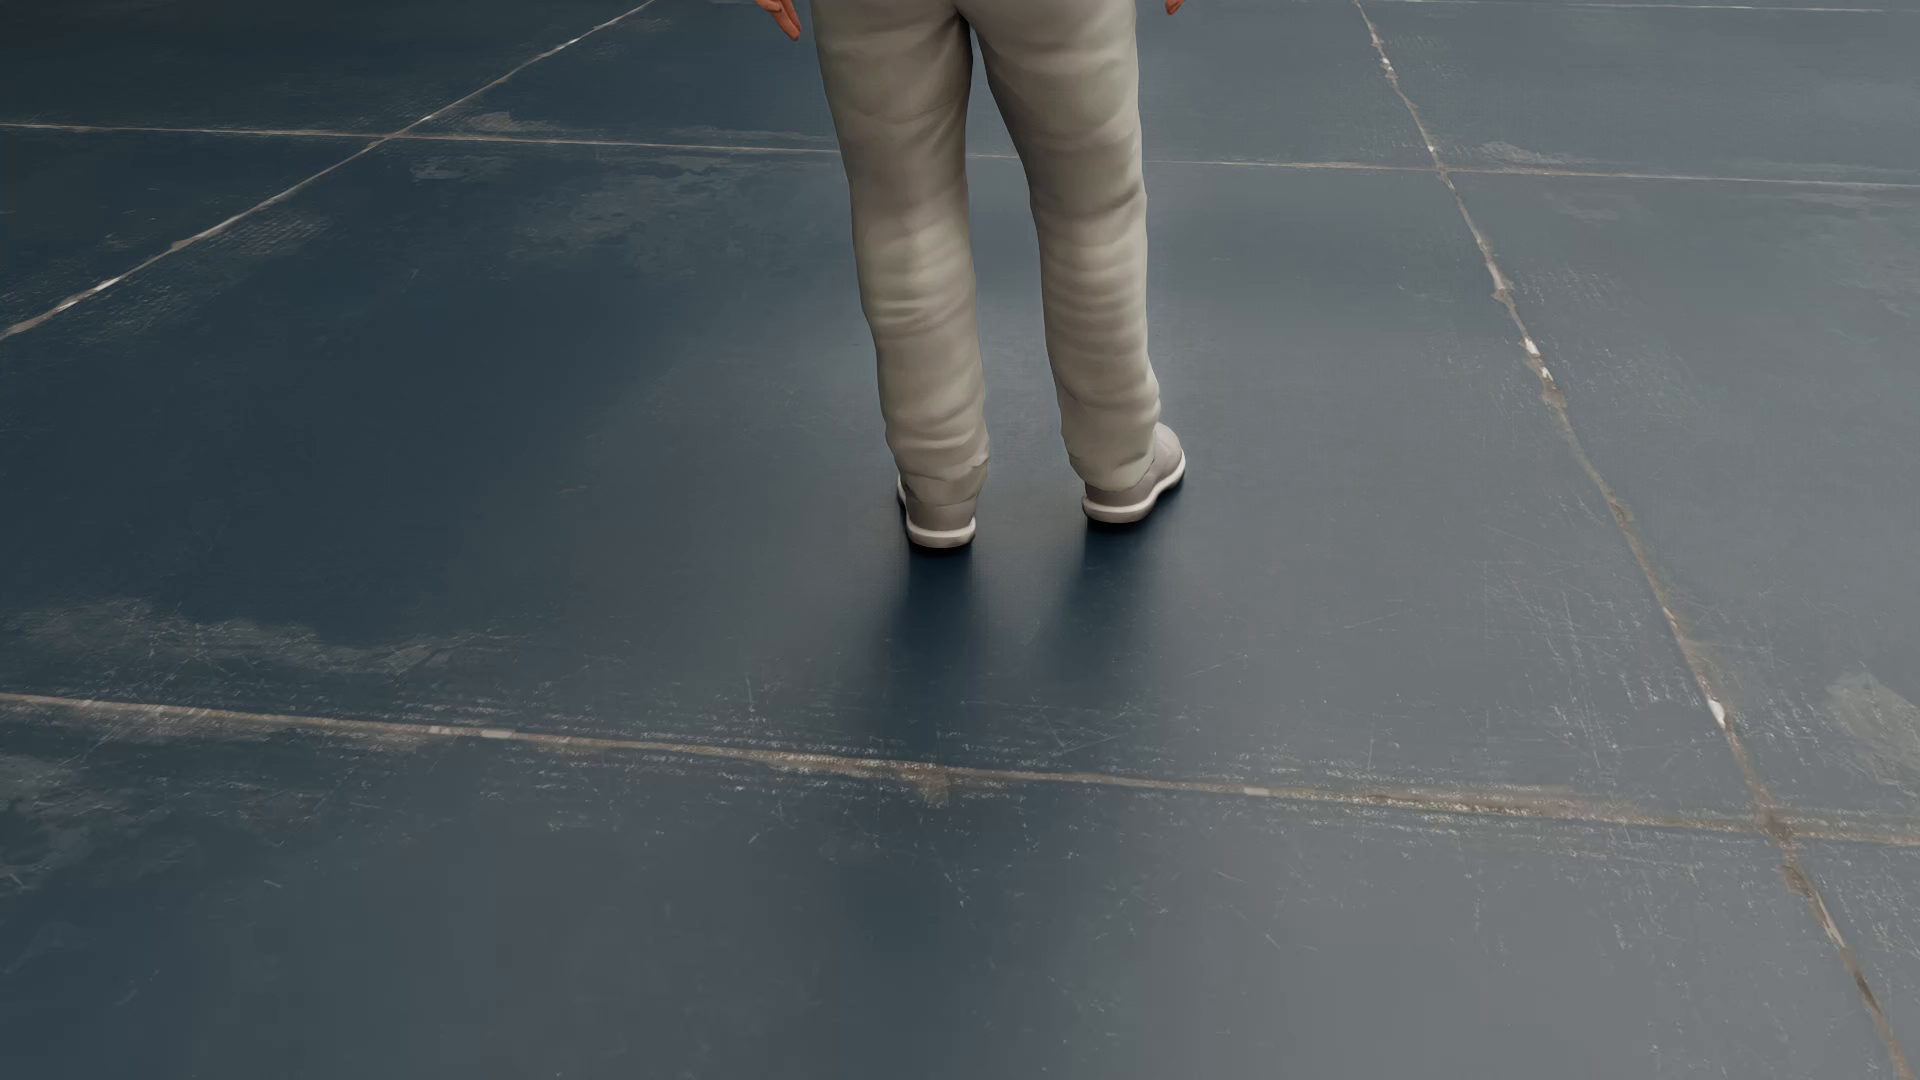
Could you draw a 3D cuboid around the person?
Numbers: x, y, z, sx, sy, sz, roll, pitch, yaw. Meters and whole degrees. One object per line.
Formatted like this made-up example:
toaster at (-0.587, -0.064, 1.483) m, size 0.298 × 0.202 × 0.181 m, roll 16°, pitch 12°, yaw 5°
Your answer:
person at (0.022, -0.838, 2.166) m, size 0.641 × 1.780 × 0.573 m, roll 3°, pitch 27°, yaw 7°
